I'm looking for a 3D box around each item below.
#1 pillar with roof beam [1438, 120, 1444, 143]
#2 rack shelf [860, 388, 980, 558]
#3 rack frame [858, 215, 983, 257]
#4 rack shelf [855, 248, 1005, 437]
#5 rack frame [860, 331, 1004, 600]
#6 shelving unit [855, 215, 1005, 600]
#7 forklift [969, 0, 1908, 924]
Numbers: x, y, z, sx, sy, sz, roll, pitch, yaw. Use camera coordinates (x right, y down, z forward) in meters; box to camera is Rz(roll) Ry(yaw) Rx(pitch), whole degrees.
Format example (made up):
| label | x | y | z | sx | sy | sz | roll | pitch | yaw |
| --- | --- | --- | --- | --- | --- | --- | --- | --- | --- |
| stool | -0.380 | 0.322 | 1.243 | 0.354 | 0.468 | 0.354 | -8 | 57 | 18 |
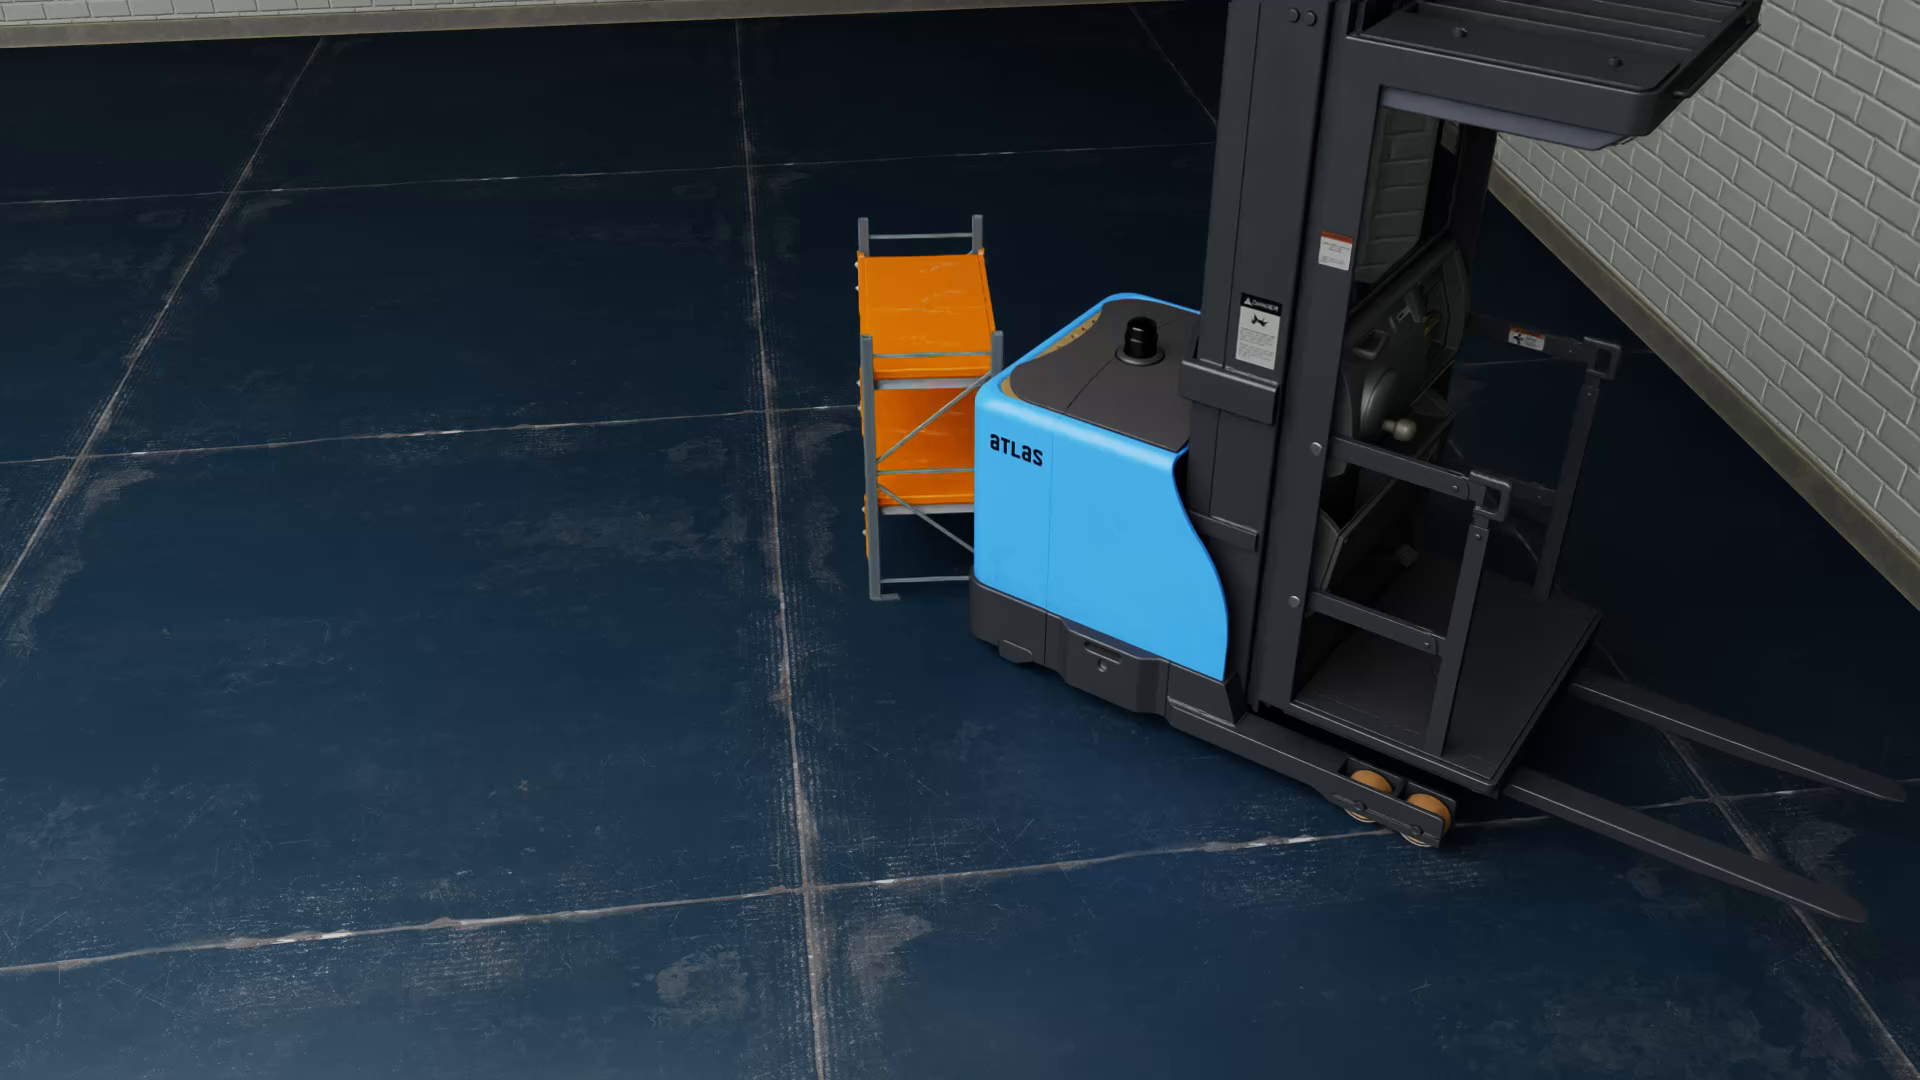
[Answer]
| label | x | y | z | sx | sy | sz | roll | pitch | yaw |
| --- | --- | --- | --- | --- | --- | --- | --- | --- | --- |
| pillar with roof beam | -1.407 | -5.973 | 7.524 | 9.100 | 9.000 | 0.400 | -4 | 35 | -6 |
| rack shelf | -0.128 | -0.334 | 6.675 | 0.538 | 0.278 | 1.000 | -2 | 34 | -3 |
| rack frame | -0.158 | -0.821 | 6.957 | 0.500 | 1.125 | 0.032 | -2 | 34 | -3 |
| rack shelf | -0.128 | -0.778 | 6.372 | 0.538 | 0.278 | 1.000 | -2 | 34 | -3 |
| rack frame | -0.098 | -0.250 | 6.118 | 0.500 | 1.125 | 0.032 | -2 | 34 | -3 |
| shelving unit | -0.128 | -0.536 | 6.537 | 0.538 | 1.125 | 1.048 | -2 | 34 | -3 |
| forklift | 1.534 | -0.574 | 4.990 | 3.031 | 2.935 | 1.130 | 21 | 40 | 28 |
